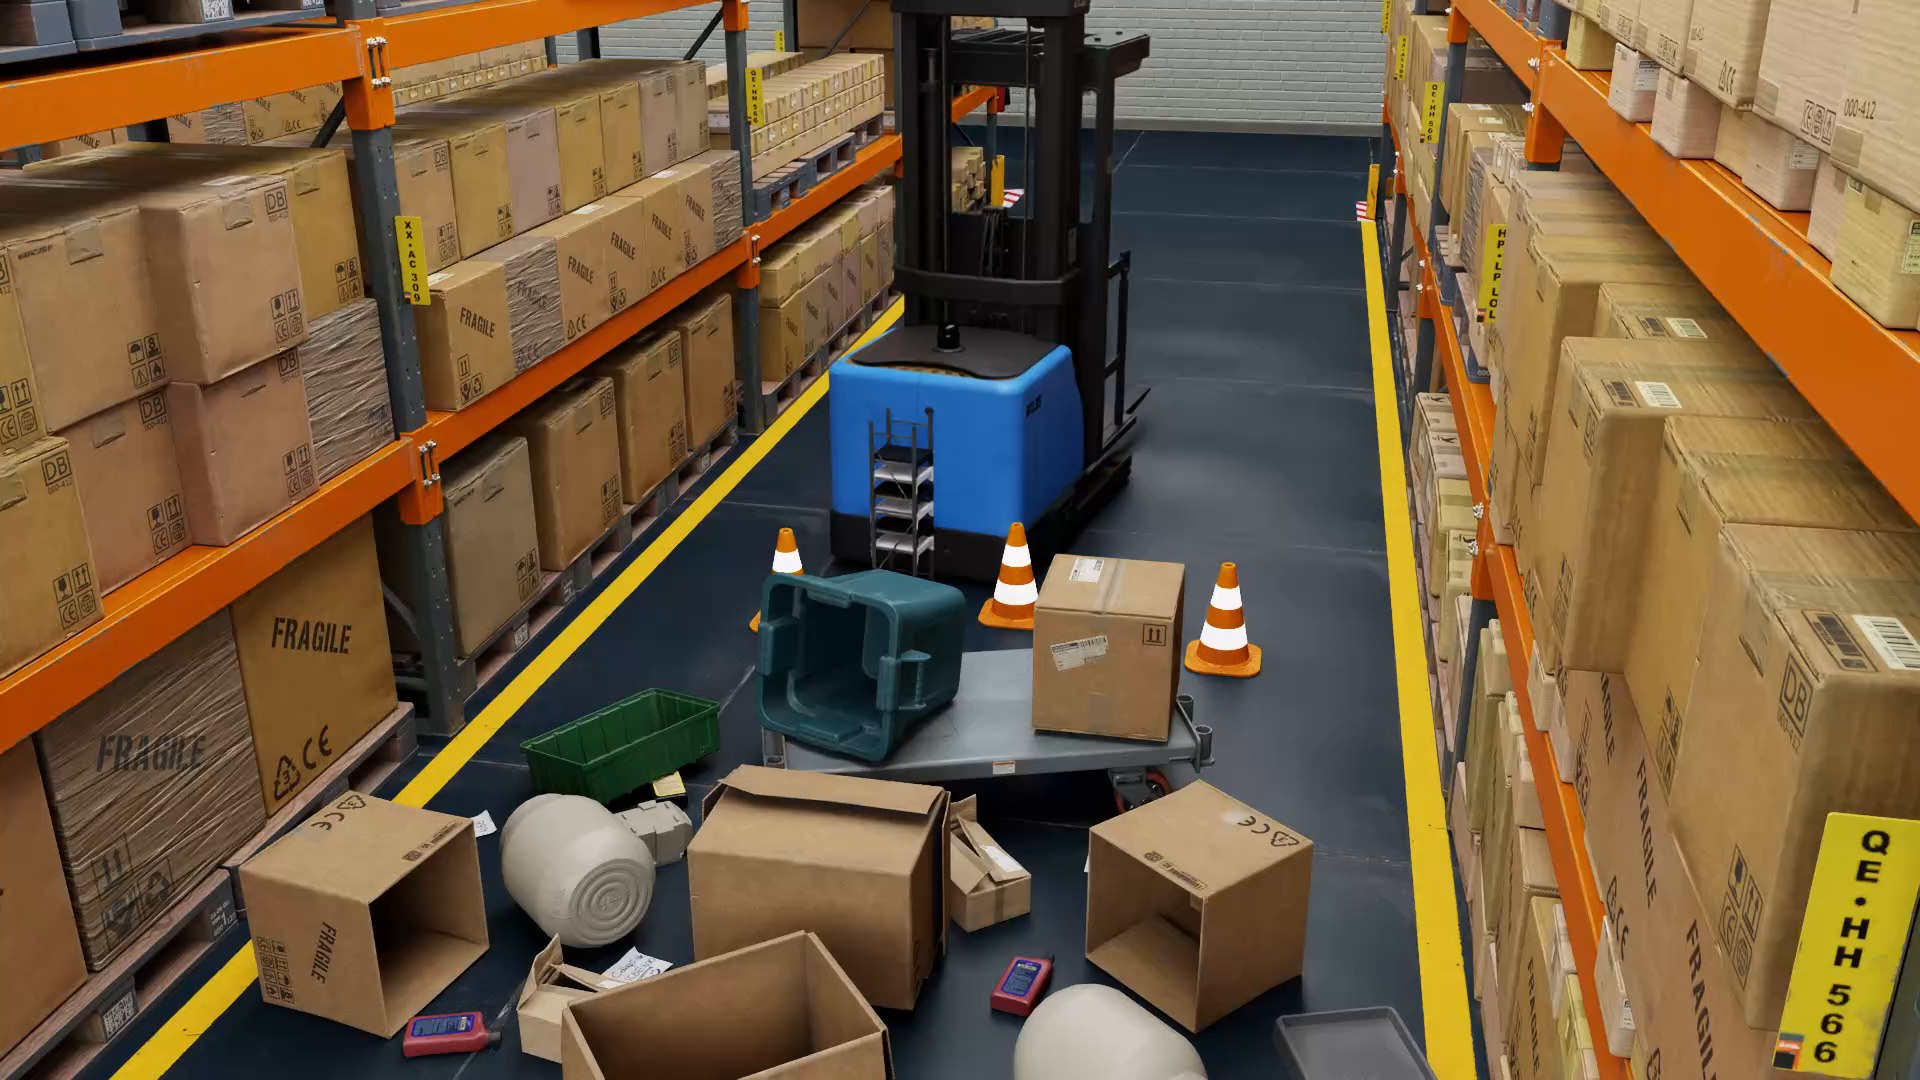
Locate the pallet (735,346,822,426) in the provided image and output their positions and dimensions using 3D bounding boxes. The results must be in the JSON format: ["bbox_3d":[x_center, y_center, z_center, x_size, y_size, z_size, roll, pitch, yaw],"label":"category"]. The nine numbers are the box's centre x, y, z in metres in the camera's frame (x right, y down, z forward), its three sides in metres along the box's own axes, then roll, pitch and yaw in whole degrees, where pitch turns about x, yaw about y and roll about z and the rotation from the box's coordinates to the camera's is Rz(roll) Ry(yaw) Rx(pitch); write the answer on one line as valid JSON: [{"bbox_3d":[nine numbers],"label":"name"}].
[{"bbox_3d":[-1.583,-1.087,11.270,1.003,0.211,1.213,4,22,11],"label":"pallet"}]

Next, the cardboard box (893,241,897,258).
[{"bbox_3d":[-0.539,-2.539,14.396,0.380,0.149,0.250,3,22,9],"label":"cardboard box"}]

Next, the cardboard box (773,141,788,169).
[{"bbox_3d":[-1.345,-2.518,10.865,0.380,0.149,0.250,6,23,14],"label":"cardboard box"}]

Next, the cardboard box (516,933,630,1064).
[{"bbox_3d":[-1.108,1.405,5.009,0.396,0.266,0.258,8,23,20],"label":"cardboard box"}]

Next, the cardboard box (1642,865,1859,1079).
[{"bbox_3d":[1.331,0.768,2.401,0.500,0.500,0.500,4,22,10],"label":"cardboard box"}]

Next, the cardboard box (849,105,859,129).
[{"bbox_3d":[-0.971,-3.198,12.553,0.380,0.149,0.250,3,22,8],"label":"cardboard box"}]

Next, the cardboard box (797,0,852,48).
[{"bbox_3d":[-1.096,-4.398,13.889,0.500,0.500,0.500,4,22,9],"label":"cardboard box"}]

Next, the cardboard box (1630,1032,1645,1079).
[{"bbox_3d":[1.374,0.942,2.837,0.380,0.149,0.250,4,22,10],"label":"cardboard box"}]

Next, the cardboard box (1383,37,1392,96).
[{"bbox_3d":[4.376,-4.573,16.059,0.500,0.500,0.500,4,22,10],"label":"cardboard box"}]

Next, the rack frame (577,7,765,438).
[{"bbox_3d":[-1.744,-2.095,10.040,1.000,3.000,0.127,4,22,11],"label":"rack frame"}]

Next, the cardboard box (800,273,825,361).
[{"bbox_3d":[-1.251,-1.553,11.479,0.500,0.500,0.500,5,22,12],"label":"cardboard box"}]

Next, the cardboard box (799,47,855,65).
[{"bbox_3d":[-1.105,-3.940,14.090,0.500,0.500,0.500,4,22,11],"label":"cardboard box"}]

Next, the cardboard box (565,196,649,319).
[{"bbox_3d":[-1.879,-1.403,8.188,0.500,0.500,0.500,5,22,12],"label":"cardboard box"}]

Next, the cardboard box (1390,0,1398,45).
[{"bbox_3d":[4.280,-4.847,15.401,0.500,0.500,0.500,4,22,9],"label":"cardboard box"}]

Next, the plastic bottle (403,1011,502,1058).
[{"bbox_3d":[-1.534,1.498,5.052,0.283,0.061,0.133,-3,22,-8],"label":"plastic bottle"}]

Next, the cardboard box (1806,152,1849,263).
[{"bbox_3d":[1.396,-0.443,2.260,0.380,0.149,0.250,5,23,13],"label":"cardboard box"}]

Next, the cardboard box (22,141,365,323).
[{"bbox_3d":[-2.669,-1.070,5.849,0.875,0.550,0.550,4,22,11],"label":"cardboard box"}]

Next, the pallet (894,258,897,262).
[{"bbox_3d":[-0.825,-2.512,14.809,1.003,0.211,1.213,4,22,11],"label":"pallet"}]

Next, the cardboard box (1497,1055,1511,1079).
[{"bbox_3d":[1.607,1.555,4.095,0.500,0.250,0.500,4,22,9],"label":"cardboard box"}]

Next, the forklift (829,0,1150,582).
[{"bbox_3d":[0.354,-1.668,9.071,1.130,2.935,3.031,8,23,20],"label":"forklift"}]

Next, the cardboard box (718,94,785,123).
[{"bbox_3d":[-1.353,-2.791,10.746,0.380,0.149,0.250,4,22,11],"label":"cardboard box"}]

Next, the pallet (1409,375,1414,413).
[{"bbox_3d":[3.357,-0.743,10.417,1.003,0.211,1.213,4,22,11],"label":"pallet"}]

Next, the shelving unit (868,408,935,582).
[{"bbox_3d":[-0.280,-0.166,8.062,0.258,0.900,0.210,8,23,20],"label":"shelving unit"}]

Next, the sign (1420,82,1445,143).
[{"bbox_3d":[2.579,-2.333,9.080,0.100,0.325,0.005,4,22,11],"label":"sign"}]

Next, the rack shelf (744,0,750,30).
[{"bbox_3d":[-1.336,-3.884,11.430,1.077,0.370,4.000,4,22,11],"label":"rack shelf"}]

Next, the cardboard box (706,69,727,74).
[{"bbox_3d":[-1.721,-3.330,12.084,0.380,0.149,0.250,5,23,13],"label":"cardboard box"}]

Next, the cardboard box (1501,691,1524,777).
[{"bbox_3d":[1.734,0.565,4.682,0.380,0.149,0.250,5,23,13],"label":"cardboard box"}]

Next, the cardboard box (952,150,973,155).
[{"bbox_3d":[-0.079,-3.868,16.901,0.380,0.149,0.250,5,22,12],"label":"cardboard box"}]

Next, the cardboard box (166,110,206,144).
[{"bbox_3d":[-6.009,-3.090,12.376,0.500,0.500,0.500,4,22,10],"label":"cardboard box"}]

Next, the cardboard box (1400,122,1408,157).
[{"bbox_3d":[3.591,-3.007,12.505,0.500,0.250,0.500,4,22,10],"label":"cardboard box"}]

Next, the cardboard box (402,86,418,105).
[{"bbox_3d":[-5.270,-4.131,15.433,0.380,0.149,0.250,5,23,13],"label":"cardboard box"}]

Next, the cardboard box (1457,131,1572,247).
[{"bbox_3d":[2.603,-1.601,7.719,0.500,0.500,0.500,5,22,12],"label":"cardboard box"}]

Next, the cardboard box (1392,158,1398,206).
[{"bbox_3d":[4.718,-3.437,16.241,0.875,0.438,0.875,4,22,9],"label":"cardboard box"}]

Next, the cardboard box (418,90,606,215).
[{"bbox_3d":[-2.154,-1.882,8.038,0.700,0.500,0.500,4,22,10],"label":"cardboard box"}]

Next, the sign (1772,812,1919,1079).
[{"bbox_3d":[0.951,0.438,1.778,0.100,0.325,0.005,4,22,11],"label":"sign"}]

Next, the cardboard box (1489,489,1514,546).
[{"bbox_3d":[1.928,-0.084,5.384,0.380,0.149,0.250,4,22,11],"label":"cardboard box"}]

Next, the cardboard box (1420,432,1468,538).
[{"bbox_3d":[2.855,-0.254,8.424,0.950,0.372,0.625,4,22,10],"label":"cardboard box"}]

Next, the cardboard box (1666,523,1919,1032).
[{"bbox_3d":[1.381,0.320,2.174,0.700,0.500,0.500,4,22,10],"label":"cardboard box"}]

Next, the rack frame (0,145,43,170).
[{"bbox_3d":[-6.579,-2.510,11.070,1.000,3.000,0.127,4,22,11],"label":"rack frame"}]

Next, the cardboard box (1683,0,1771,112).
[{"bbox_3d":[1.536,-0.870,2.786,0.500,0.250,0.500,5,22,12],"label":"cardboard box"}]

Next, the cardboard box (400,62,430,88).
[{"bbox_3d":[-5.304,-4.374,15.503,0.500,0.250,0.500,4,22,11],"label":"cardboard box"}]

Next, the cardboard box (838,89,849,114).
[{"bbox_3d":[-1.027,-3.231,12.237,0.380,0.149,0.250,3,22,8],"label":"cardboard box"}]

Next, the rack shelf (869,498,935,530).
[{"bbox_3d":[-0.280,-0.135,8.074,0.258,0.077,0.200,8,23,20],"label":"rack shelf"}]

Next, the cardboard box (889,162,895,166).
[{"bbox_3d":[-0.702,-3.613,16.267,0.380,0.149,0.250,5,23,13],"label":"cardboard box"}]

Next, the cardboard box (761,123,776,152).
[{"bbox_3d":[-1.395,-2.572,10.600,0.380,0.149,0.250,6,23,13],"label":"cardboard box"}]

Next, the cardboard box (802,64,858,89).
[{"bbox_3d":[-0.980,-3.461,12.411,0.380,0.149,0.250,4,22,11],"label":"cardboard box"}]

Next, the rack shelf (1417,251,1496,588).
[{"bbox_3d":[2.715,-0.689,7.513,1.077,0.370,4.000,4,22,11],"label":"rack shelf"}]

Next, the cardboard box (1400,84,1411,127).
[{"bbox_3d":[3.573,-3.240,12.415,0.500,0.250,0.500,4,22,9],"label":"cardboard box"}]

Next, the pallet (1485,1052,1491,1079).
[{"bbox_3d":[1.957,1.698,4.355,1.003,0.211,1.213,4,22,11],"label":"pallet"}]

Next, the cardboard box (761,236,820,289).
[{"bbox_3d":[-1.263,-1.897,11.329,0.500,0.250,0.500,4,22,10],"label":"cardboard box"}]

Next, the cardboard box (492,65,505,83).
[{"bbox_3d":[-4.904,-4.790,17.068,0.380,0.149,0.250,4,22,10],"label":"cardboard box"}]

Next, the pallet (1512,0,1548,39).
[{"bbox_3d":[2.537,-1.813,5.577,1.213,0.211,1.003,4,22,11],"label":"pallet"}]

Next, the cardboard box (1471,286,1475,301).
[{"bbox_3d":[2.497,-1.141,7.445,0.380,0.149,0.250,5,23,13],"label":"cardboard box"}]

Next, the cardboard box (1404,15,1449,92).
[{"bbox_3d":[3.568,-3.588,12.276,0.500,0.500,0.500,5,22,12],"label":"cardboard box"}]

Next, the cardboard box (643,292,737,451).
[{"bbox_3d":[-1.956,-1.030,9.845,1.050,0.750,0.750,4,22,10],"label":"cardboard box"}]

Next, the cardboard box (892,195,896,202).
[{"bbox_3d":[-0.540,-2.912,14.527,0.380,0.149,0.250,6,23,14],"label":"cardboard box"}]
